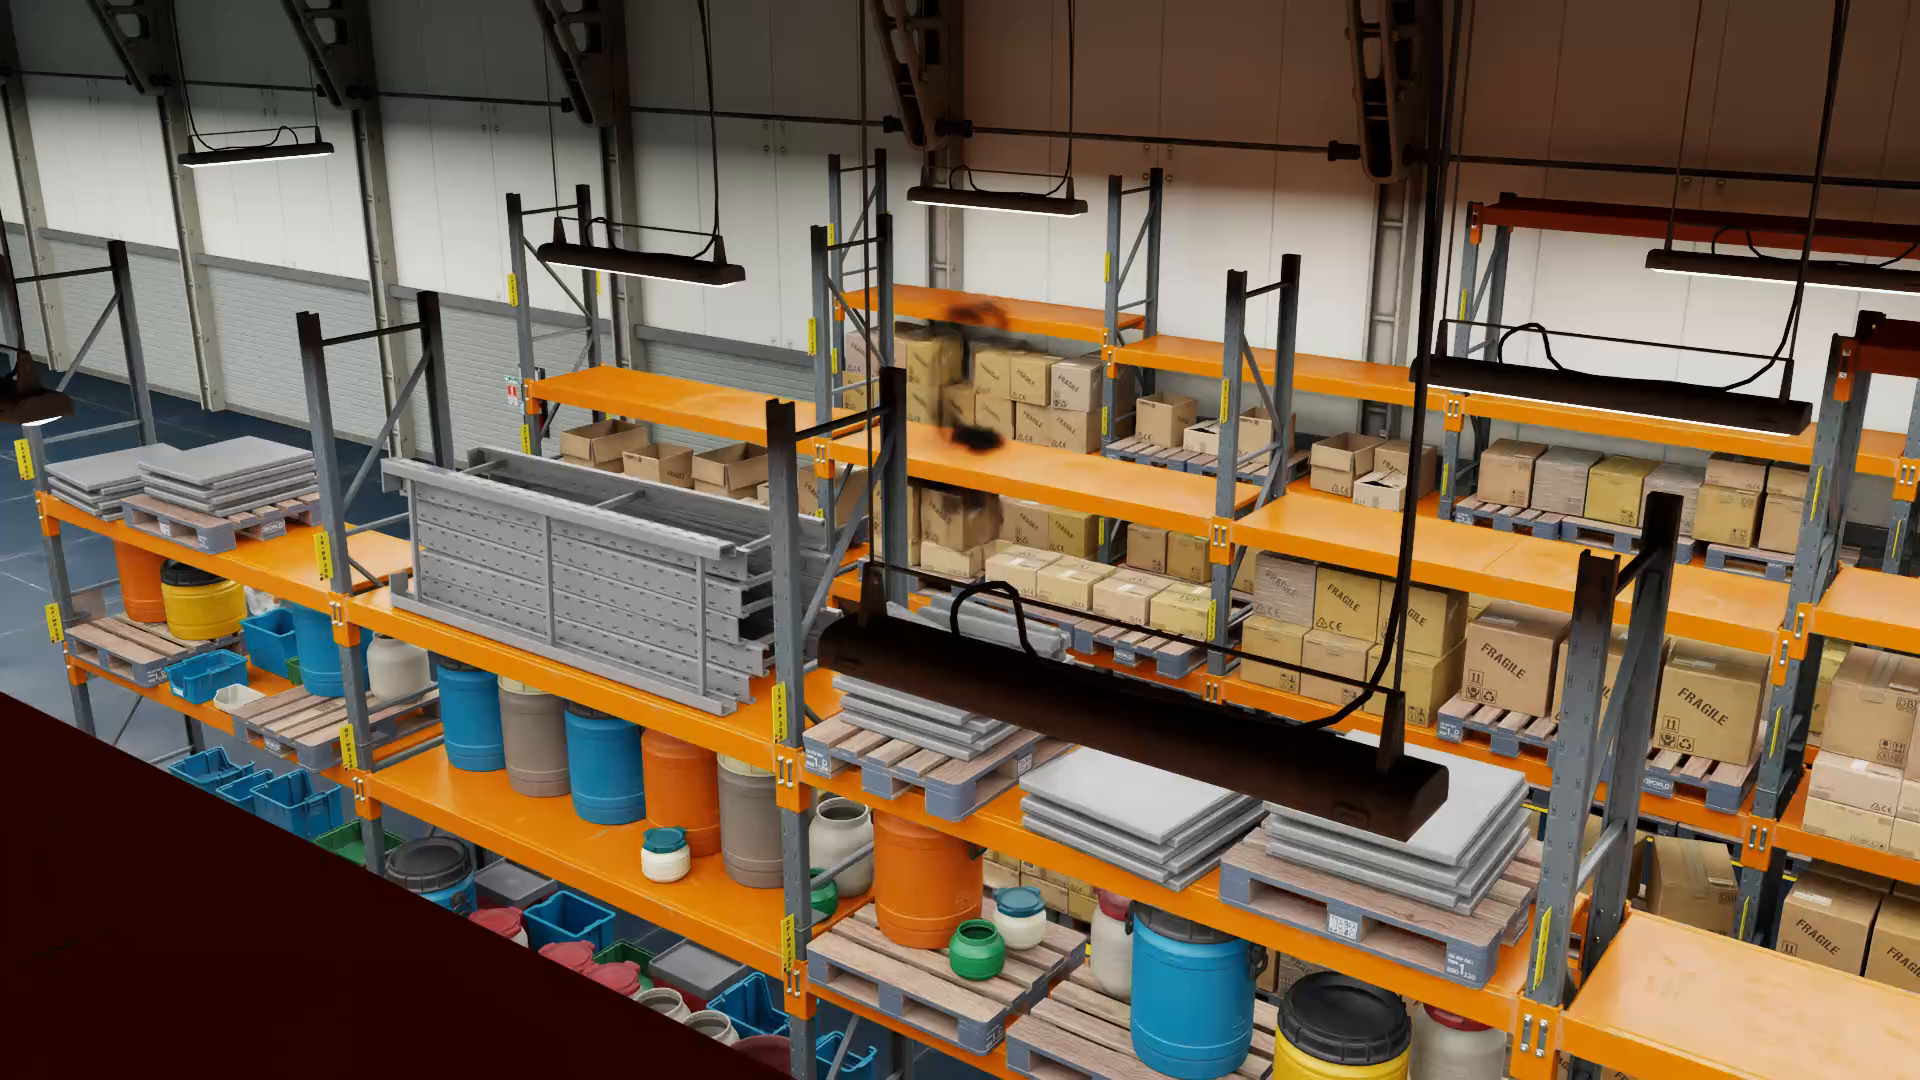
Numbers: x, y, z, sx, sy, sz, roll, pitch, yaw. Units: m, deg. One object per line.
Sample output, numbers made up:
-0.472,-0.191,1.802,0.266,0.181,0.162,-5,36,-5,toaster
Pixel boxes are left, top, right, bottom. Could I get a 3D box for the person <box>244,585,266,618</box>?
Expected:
-8.333,0.923,19.672,0.979,1.770,0.661,-13,23,-35,person
